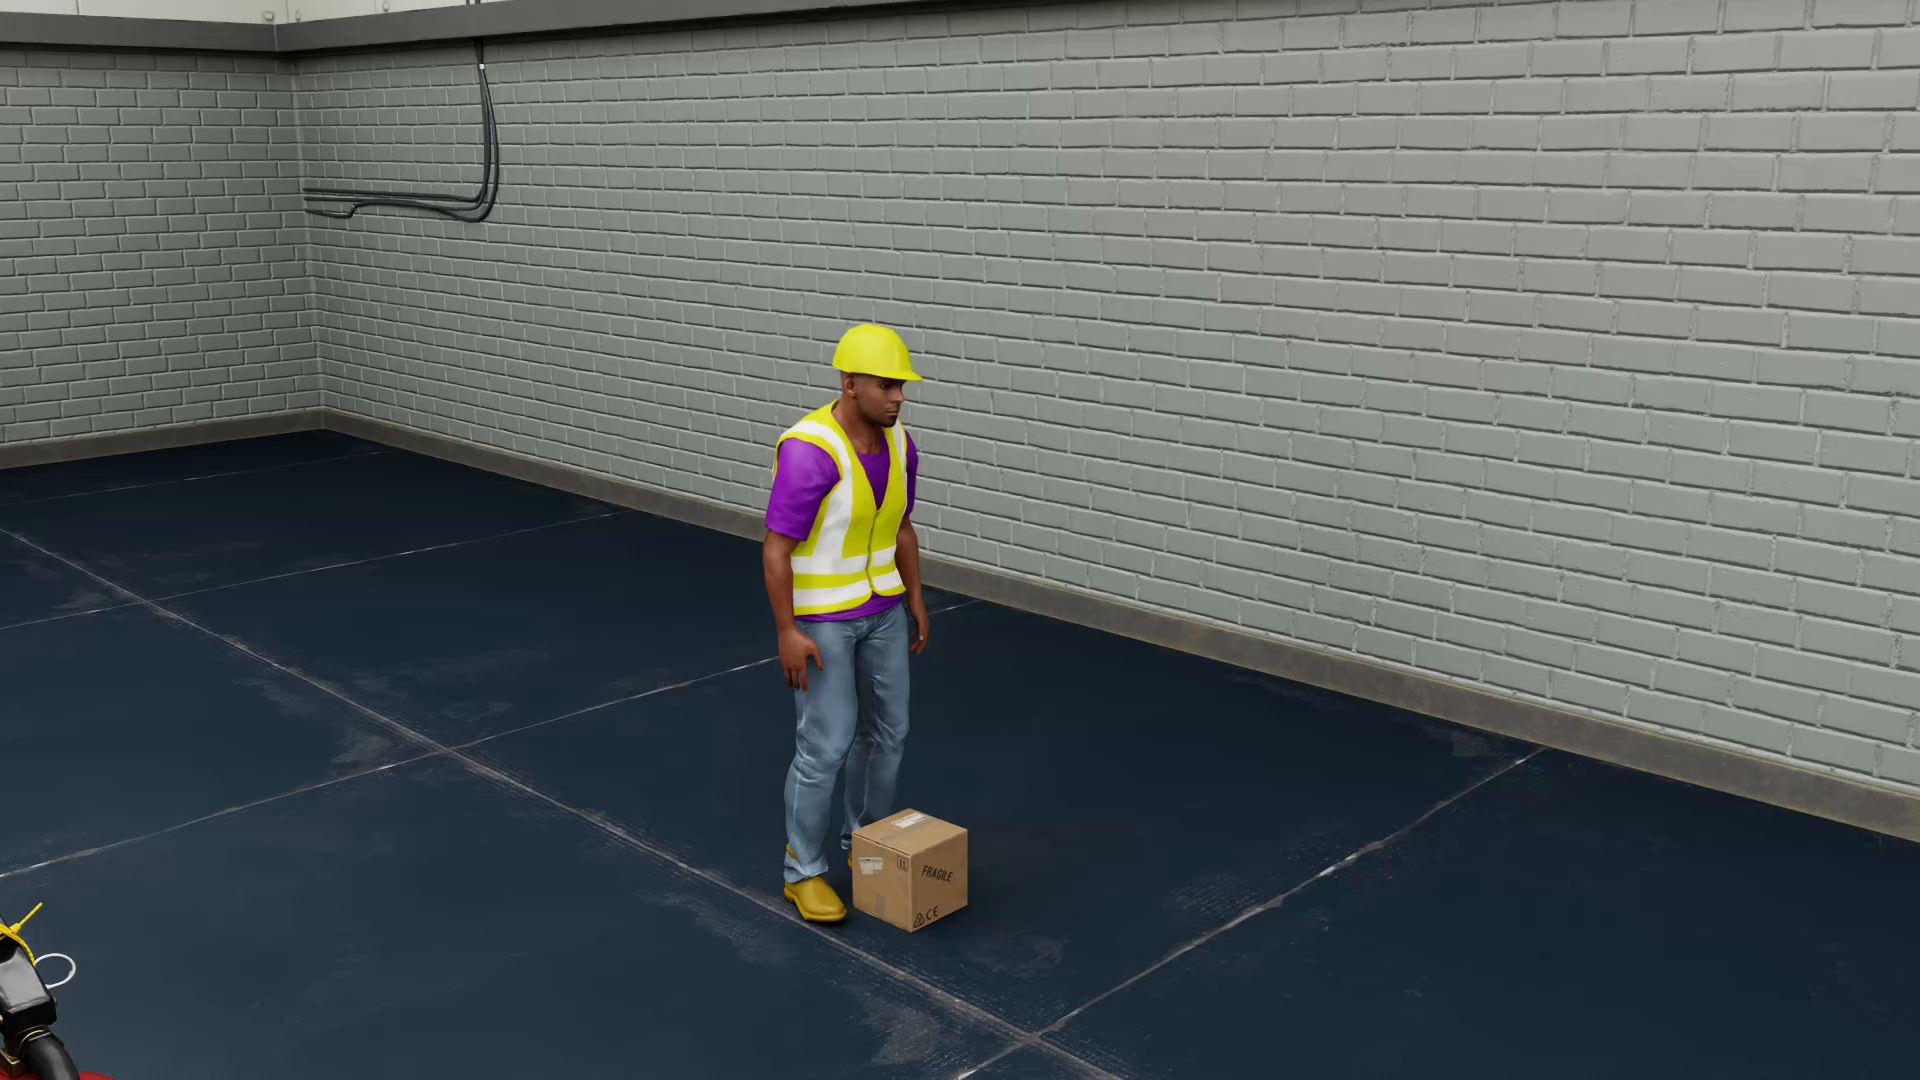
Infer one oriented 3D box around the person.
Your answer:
[{"bbox_3d":[-0.320,0.228,5.020,0.461,1.759,0.632,11,18,39],"label":"person"}]
